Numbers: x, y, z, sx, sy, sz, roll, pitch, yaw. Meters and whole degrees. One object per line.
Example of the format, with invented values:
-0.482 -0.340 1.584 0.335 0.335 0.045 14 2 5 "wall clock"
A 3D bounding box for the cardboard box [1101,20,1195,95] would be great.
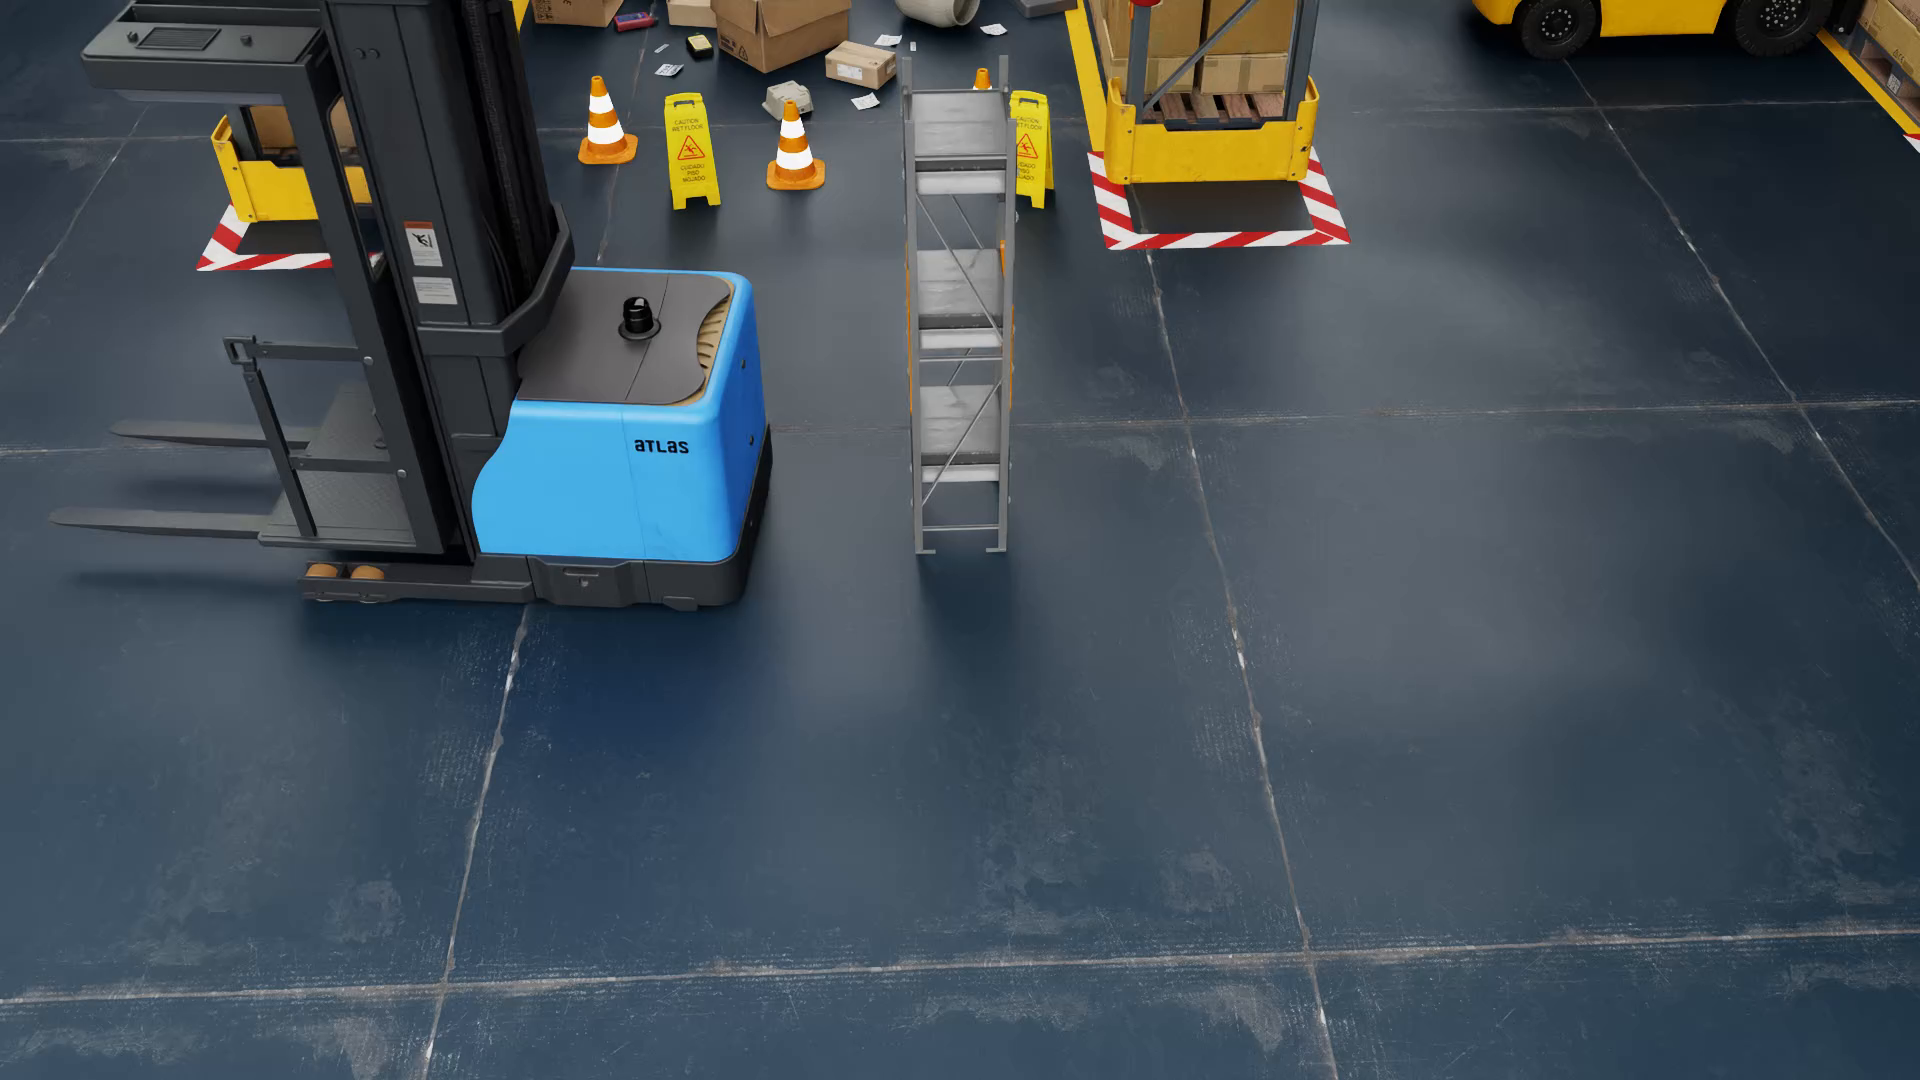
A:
1.139 -2.945 10.117 0.500 0.250 0.500 -2 43 -2 "cardboard box"

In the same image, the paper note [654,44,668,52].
-1.958 -3.227 10.912 0.032 0.001 0.123 19 46 20 "paper note"

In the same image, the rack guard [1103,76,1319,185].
1.440 -2.379 9.626 1.175 0.500 0.348 -2 43 -2 "rack guard"

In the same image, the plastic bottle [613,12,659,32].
-2.170 -3.482 11.153 0.283 0.061 0.133 -16 45 -16 "plastic bottle"

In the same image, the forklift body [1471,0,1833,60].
4.499 -4.310 10.509 2.313 2.155 1.214 -2 43 -2 "forklift body"

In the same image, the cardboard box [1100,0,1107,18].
1.123 -3.553 10.225 0.500 0.500 0.500 0 43 0 "cardboard box"

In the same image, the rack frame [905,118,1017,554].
0.003 -0.721 6.632 0.400 2.100 0.015 -2 43 -2 "rack frame"

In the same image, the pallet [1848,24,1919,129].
6.328 -2.882 10.387 1.003 0.211 1.213 -2 43 -2 "pallet"

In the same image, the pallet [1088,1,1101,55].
1.392 -3.644 11.219 1.003 0.211 1.213 -2 43 -2 "pallet"

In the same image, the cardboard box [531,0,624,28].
-2.577 -3.801 11.174 0.500 0.500 0.500 5 43 6 "cardboard box"

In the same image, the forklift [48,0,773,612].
-2.402 -1.163 6.500 3.031 2.935 1.130 2 43 3 "forklift"

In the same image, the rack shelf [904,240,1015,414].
-0.007 -0.876 6.821 0.431 0.518 0.480 -2 43 -2 "rack shelf"

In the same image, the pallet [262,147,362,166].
-3.611 -2.549 10.024 1.003 0.211 1.213 -2 43 -2 "pallet"

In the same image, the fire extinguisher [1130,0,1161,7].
0.987 -3.131 8.652 0.296 0.674 0.183 -2 43 -2 "fire extinguisher"

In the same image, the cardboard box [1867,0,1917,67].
6.055 -3.180 10.373 0.500 0.250 0.500 -2 43 -2 "cardboard box"

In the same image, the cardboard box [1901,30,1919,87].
6.066 -2.844 10.007 0.500 0.250 0.500 -1 43 -1 "cardboard box"

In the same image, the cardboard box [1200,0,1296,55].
1.683 -3.236 9.879 0.500 0.500 0.500 -3 43 -3 "cardboard box"

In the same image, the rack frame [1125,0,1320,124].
1.443 -3.250 8.725 1.000 3.000 0.127 -2 43 -2 "rack frame"

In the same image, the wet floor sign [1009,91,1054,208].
0.382 -2.223 9.347 0.267 0.644 0.232 12 44 13 "wet floor sign"

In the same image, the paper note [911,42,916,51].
-0.308 -3.247 10.935 0.032 0.001 0.123 -2 43 -2 "paper note"

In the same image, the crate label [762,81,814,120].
-1.054 -2.715 10.261 0.250 0.136 0.298 -23 47 -23 "crate label"

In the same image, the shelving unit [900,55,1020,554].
-0.007 -0.886 6.812 0.431 2.100 0.503 -2 43 -2 "shelving unit"

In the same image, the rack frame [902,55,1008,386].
-0.017 -1.051 6.992 0.400 2.100 0.015 -2 43 -2 "rack frame"

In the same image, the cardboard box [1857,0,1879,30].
6.042 -3.518 10.742 0.500 0.250 0.500 -1 43 -1 "cardboard box"

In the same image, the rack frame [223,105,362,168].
-3.498 -3.039 8.496 1.000 3.000 0.127 -2 43 -2 "rack frame"

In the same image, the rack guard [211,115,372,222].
-3.497 -2.102 9.323 1.175 0.500 0.348 -2 43 -2 "rack guard"

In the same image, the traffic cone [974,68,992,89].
0.136 -2.568 9.859 0.336 0.463 0.334 -2 43 -2 "traffic cone"

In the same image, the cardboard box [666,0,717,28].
-1.755 -3.624 11.157 0.396 0.266 0.258 5 43 6 "cardboard box"

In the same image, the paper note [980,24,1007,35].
0.228 -3.412 11.100 0.142 0.019 0.148 -16 45 -16 "paper note"

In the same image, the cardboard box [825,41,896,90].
-0.631 -3.025 10.590 0.380 0.149 0.250 19 46 20 "cardboard box"

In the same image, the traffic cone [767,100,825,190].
-0.959 -2.306 9.573 0.336 0.463 0.334 -2 43 -2 "traffic cone"

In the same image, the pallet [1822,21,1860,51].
6.279 -3.703 11.284 1.003 0.211 1.213 -2 43 -2 "pallet"

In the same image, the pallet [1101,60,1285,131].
1.440 -2.822 10.323 1.003 0.211 1.213 -2 43 -2 "pallet"

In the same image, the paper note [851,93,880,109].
-0.586 -2.736 10.362 0.148 0.019 0.142 -16 45 -16 "paper note"

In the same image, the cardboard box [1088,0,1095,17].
1.098 -3.632 10.866 0.500 0.250 0.500 -3 43 -3 "cardboard box"

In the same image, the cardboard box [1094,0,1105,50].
1.126 -3.279 10.481 0.500 0.250 0.500 -1 43 -2 "cardboard box"

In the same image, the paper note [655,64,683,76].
-1.867 -3.023 10.677 0.144 0.017 0.142 12 44 13 "paper note"

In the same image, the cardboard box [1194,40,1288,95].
1.685 -2.943 10.115 0.500 0.250 0.500 -2 43 -2 "cardboard box"

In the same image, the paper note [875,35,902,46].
-0.472 -3.310 10.996 0.148 0.019 0.142 12 44 13 "paper note"

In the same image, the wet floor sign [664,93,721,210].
-1.519 -2.209 9.332 0.267 0.644 0.232 -8 43 -9 "wet floor sign"

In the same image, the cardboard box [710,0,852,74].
-1.161 -3.443 10.783 0.797 0.503 0.637 -32 51 -30 "cardboard box"

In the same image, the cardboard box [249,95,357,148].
-3.593 -2.867 9.569 0.875 0.875 0.875 -1 43 -2 "cardboard box"

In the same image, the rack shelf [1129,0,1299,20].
1.358 -4.335 10.441 1.077 0.370 4.000 -2 43 -2 "rack shelf"

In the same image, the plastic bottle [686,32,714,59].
-1.716 -3.248 10.898 0.133 0.061 0.283 -16 45 -16 "plastic bottle"

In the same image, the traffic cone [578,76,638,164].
-2.102 -2.503 9.788 0.336 0.463 0.334 -2 43 -2 "traffic cone"

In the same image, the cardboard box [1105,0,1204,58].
1.148 -3.201 9.841 0.500 0.500 0.500 -1 43 -2 "cardboard box"

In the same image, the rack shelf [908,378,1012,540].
-0.007 -0.360 7.294 0.431 0.518 0.480 -2 43 -2 "rack shelf"

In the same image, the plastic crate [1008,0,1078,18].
0.520 -3.790 11.476 0.402 0.080 0.583 -16 45 -16 "plastic crate"

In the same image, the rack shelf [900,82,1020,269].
-0.007 -1.392 6.348 0.431 0.518 0.480 -2 43 -2 "rack shelf"

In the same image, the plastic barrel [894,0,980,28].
-0.158 -3.651 11.069 0.512 0.421 0.421 27 49 27 "plastic barrel"

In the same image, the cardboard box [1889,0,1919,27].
6.058 -3.379 10.220 0.500 0.250 0.500 -2 43 -2 "cardboard box"

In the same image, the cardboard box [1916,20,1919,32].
6.069 -3.040 9.850 0.500 0.250 0.500 -2 43 -2 "cardboard box"
